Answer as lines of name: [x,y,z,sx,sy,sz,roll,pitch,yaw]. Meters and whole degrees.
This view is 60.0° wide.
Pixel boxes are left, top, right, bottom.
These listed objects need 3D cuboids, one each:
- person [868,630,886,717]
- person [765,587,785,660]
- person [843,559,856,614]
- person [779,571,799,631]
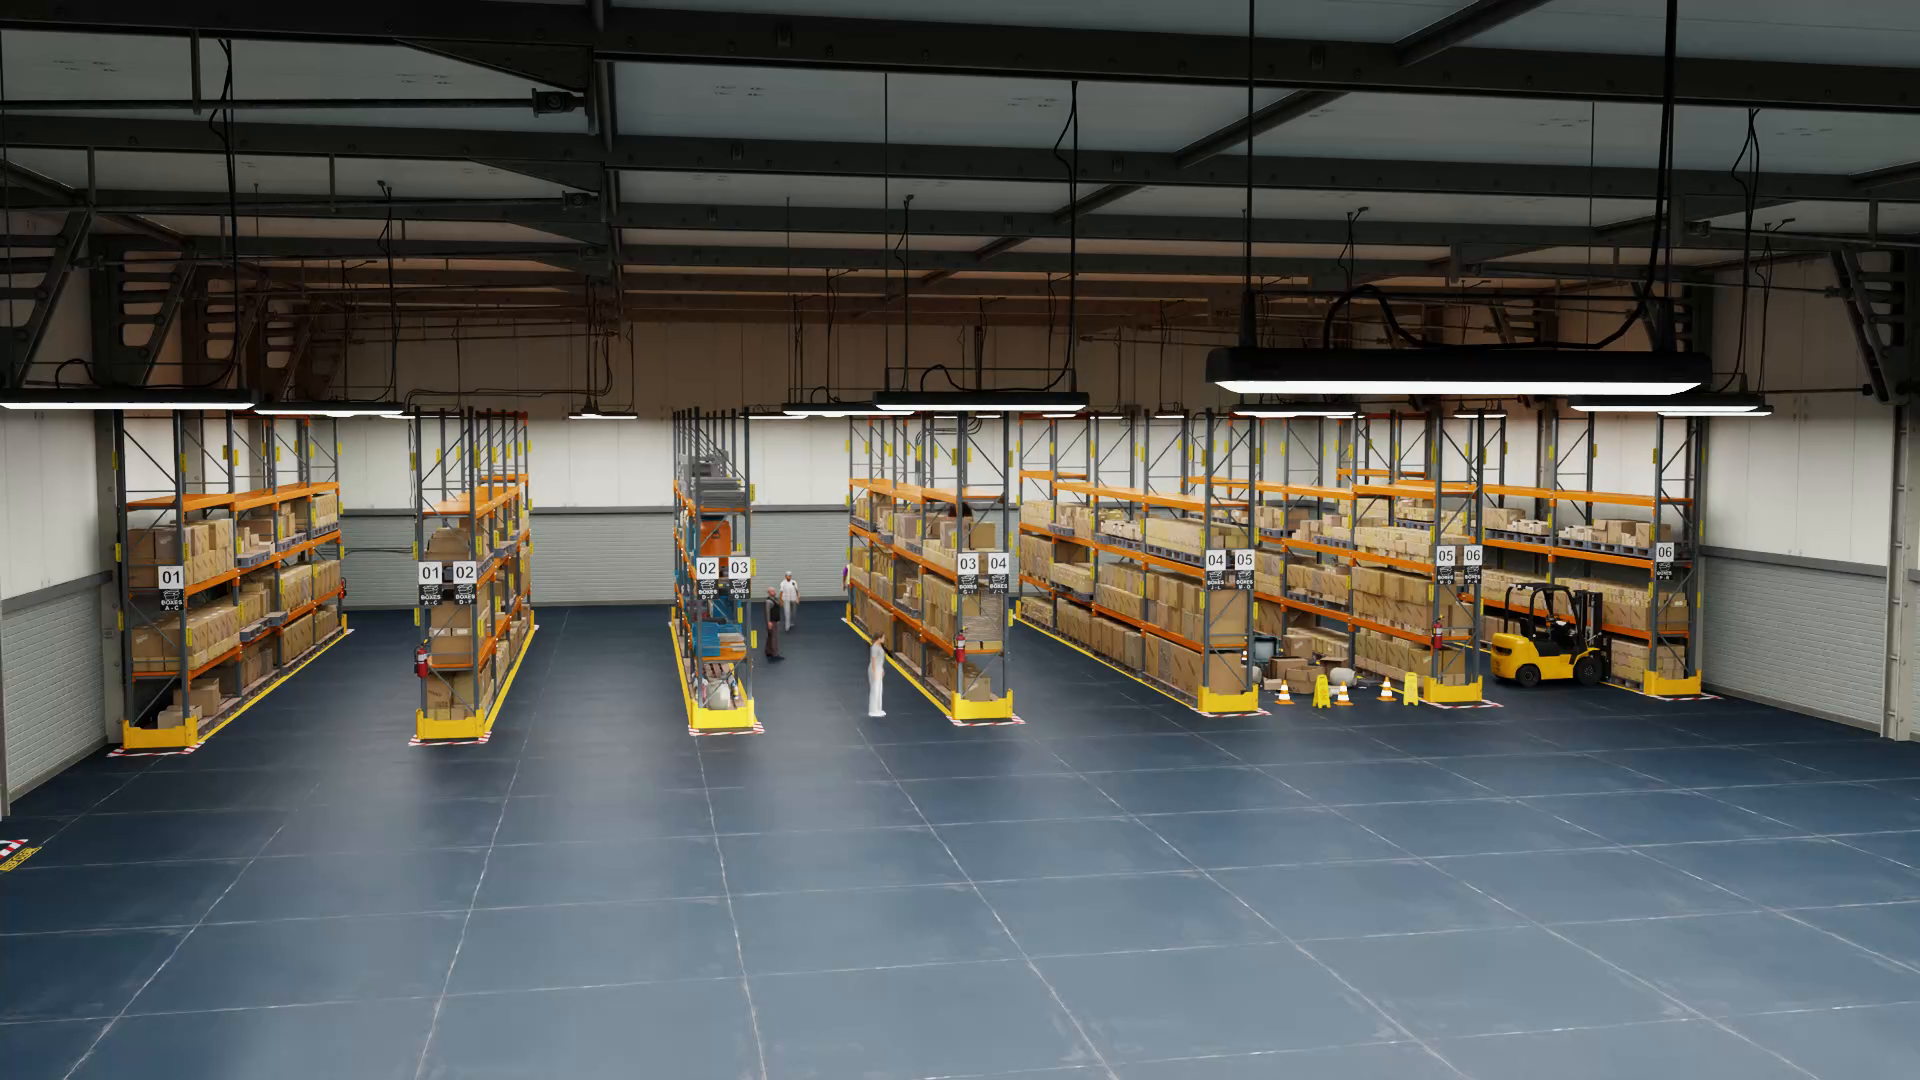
person: [-1.617,2.591,32.362,0.346,1.683,0.470,1,4,9]
person: [-4.475,2.007,40.286,0.525,1.743,0.571,0,4,2]
person: [-3.180,1.335,49.285,0.588,1.772,0.439,0,4,3]
person: [-4.704,1.665,45.716,0.510,1.606,0.952,-1,4,-17]
